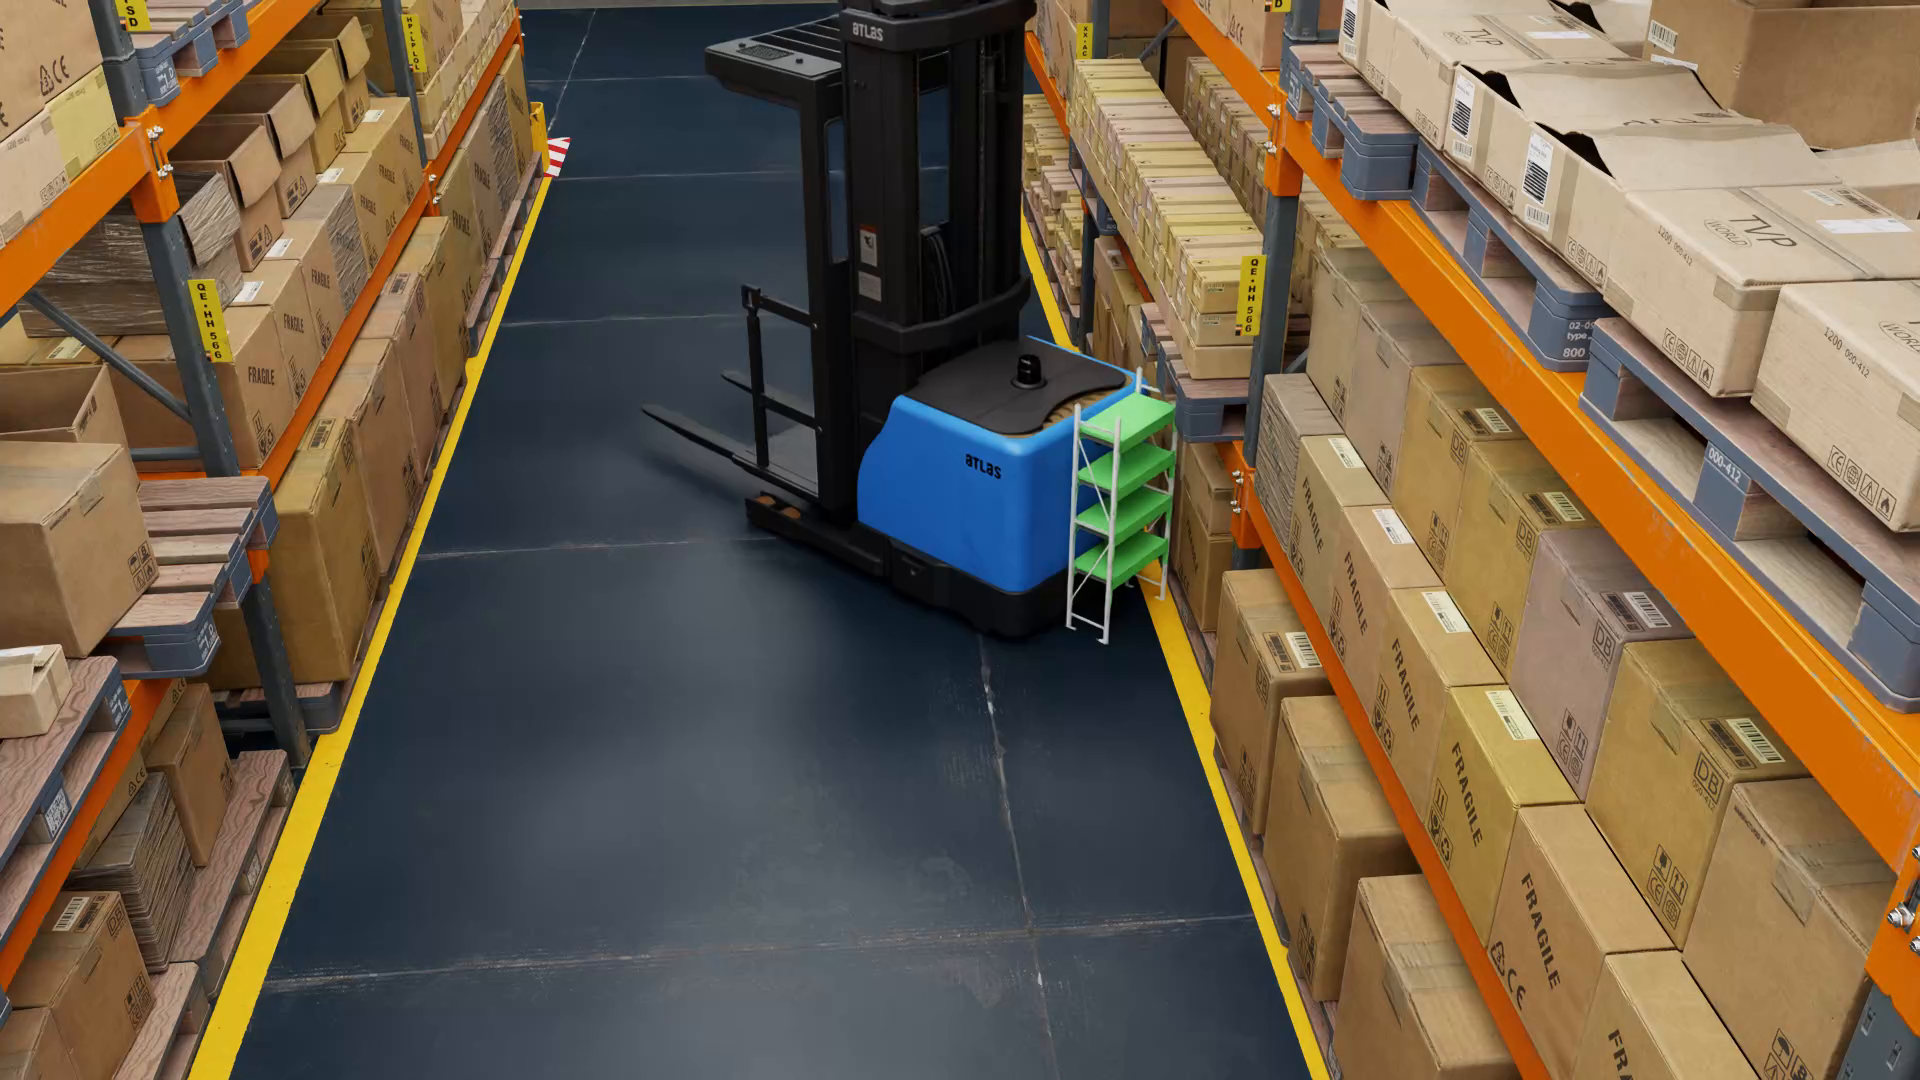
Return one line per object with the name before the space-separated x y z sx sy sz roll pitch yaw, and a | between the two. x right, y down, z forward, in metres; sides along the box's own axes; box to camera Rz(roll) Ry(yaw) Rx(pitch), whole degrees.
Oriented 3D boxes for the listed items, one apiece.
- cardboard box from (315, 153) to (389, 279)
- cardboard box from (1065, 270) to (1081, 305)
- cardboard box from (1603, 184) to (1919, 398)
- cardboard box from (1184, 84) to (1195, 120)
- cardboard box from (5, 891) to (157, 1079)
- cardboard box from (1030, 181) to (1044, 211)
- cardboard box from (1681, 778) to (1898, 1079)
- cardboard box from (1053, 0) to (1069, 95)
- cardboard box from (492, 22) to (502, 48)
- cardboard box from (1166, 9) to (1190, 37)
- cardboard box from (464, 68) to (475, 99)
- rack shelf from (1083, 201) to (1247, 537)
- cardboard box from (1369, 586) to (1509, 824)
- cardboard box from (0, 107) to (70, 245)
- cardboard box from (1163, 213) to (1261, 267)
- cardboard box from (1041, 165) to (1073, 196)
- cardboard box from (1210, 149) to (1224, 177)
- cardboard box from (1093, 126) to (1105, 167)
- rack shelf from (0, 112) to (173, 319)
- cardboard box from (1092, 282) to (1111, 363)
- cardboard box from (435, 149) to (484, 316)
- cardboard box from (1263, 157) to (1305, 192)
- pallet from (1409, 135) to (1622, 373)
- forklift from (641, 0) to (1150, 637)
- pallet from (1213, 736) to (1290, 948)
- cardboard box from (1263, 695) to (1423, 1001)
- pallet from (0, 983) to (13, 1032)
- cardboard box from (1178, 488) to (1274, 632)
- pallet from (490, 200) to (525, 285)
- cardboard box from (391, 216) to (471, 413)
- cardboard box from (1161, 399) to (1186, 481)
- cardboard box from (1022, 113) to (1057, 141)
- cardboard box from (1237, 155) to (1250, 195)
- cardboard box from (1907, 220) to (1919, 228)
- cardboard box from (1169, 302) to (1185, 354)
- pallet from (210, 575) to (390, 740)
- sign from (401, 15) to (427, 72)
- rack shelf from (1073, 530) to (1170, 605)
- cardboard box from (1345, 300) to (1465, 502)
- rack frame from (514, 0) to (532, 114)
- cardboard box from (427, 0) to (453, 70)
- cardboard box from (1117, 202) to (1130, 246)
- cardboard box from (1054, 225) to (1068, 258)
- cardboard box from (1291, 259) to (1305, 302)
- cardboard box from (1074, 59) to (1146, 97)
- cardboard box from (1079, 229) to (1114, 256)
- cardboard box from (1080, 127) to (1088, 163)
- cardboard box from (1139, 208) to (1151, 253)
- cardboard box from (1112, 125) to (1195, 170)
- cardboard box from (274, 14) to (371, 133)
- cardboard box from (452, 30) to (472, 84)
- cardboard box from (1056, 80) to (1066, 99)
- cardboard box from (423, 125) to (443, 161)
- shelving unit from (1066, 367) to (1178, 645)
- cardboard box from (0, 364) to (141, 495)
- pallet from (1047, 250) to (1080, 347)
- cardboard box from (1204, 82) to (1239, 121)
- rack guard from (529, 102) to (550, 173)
cardboard box | -3.262 -1.650 8.491 0.500 0.500 0.500 -3 31 -5
cardboard box | 0.899 -1.679 11.006 0.380 0.149 0.250 -2 31 -4
cardboard box | 1.688 -0.521 3.411 0.500 0.250 0.500 -3 31 -5
cardboard box | 1.509 -2.545 9.631 0.380 0.149 0.250 -2 31 -3
cardboard box | -3.092 1.487 5.345 0.700 0.500 0.500 0 31 0
cardboard box | 0.737 -2.605 12.557 0.380 0.149 0.250 -4 31 -7
cardboard box | 1.970 0.820 3.379 0.700 0.500 0.500 -3 31 -5
cardboard box | 0.901 -3.208 10.808 0.500 0.500 0.500 -4 31 -6
cardboard box | -3.615 -3.732 12.318 0.380 0.149 0.250 -2 31 -4
cardboard box | 1.475 -3.381 10.122 0.500 0.500 0.500 -2 31 -3
cardboard box | -3.491 -3.073 11.215 0.380 0.149 0.250 -2 31 -4
rack shelf | 1.462 -1.209 8.550 1.077 0.370 4.000 -3 31 -5
cardboard box | 1.563 0.474 4.934 0.500 0.500 0.500 -3 31 -5
cardboard box | -2.951 -1.050 4.804 0.500 0.250 0.500 -3 31 -5
cardboard box | 1.100 -1.315 7.281 0.380 0.149 0.250 -2 31 -3
cardboard box | 0.787 -2.582 11.938 0.380 0.149 0.250 -4 31 -6
cardboard box | 1.578 -2.030 9.059 0.380 0.149 0.250 -4 31 -7
cardboard box | 0.929 -2.119 8.918 0.380 0.149 0.250 -4 31 -7
rack shelf | -3.112 -0.268 4.050 1.077 0.370 4.000 -3 31 -5
cardboard box | 1.080 -1.256 9.956 0.500 0.500 0.500 -2 31 -3
cardboard box | -3.655 -1.962 10.771 0.875 0.875 0.875 -3 31 -5
cardboard box | 1.674 -1.741 7.994 0.380 0.149 0.250 -2 31 -3
pallet | 1.869 -0.806 4.434 1.003 0.211 1.213 -1 31 -2
forklift | -0.501 -1.438 8.300 3.031 2.935 1.130 25 39 35
pallet | 1.647 1.107 6.691 1.003 0.211 1.213 -3 31 -5
cardboard box | 1.701 1.050 5.851 1.050 0.750 0.750 -2 31 -4
pallet | -2.852 1.417 3.640 1.003 0.211 1.213 -3 31 -5
cardboard box | 1.327 0.073 7.731 0.500 0.500 0.500 -3 31 -5
pallet | -3.783 -2.172 12.180 1.003 0.211 1.213 -3 31 -5
cardboard box | -3.593 -1.295 9.655 1.225 0.875 0.875 -3 31 -4
cardboard box | 1.266 -0.520 7.991 0.500 0.250 0.500 -2 31 -4
cardboard box | 0.653 -3.239 13.038 0.380 0.149 0.250 -3 31 -5
cardboard box | 1.635 -1.872 8.505 0.380 0.149 0.250 -3 31 -4
cardboard box | 2.150 -0.585 3.618 0.380 0.149 0.250 -3 31 -5
cardboard box | 1.123 -0.926 7.210 0.380 0.149 0.250 -3 31 -5
pallet | -3.298 0.481 7.740 1.003 0.211 1.213 -3 31 -5
sign | -3.134 -2.847 9.539 0.100 0.325 0.005 -3 31 -5
rack shelf | 0.765 0.107 7.992 0.258 0.148 0.480 23 38 33
cardboard box | 1.729 -0.481 5.557 0.700 0.500 0.500 -3 31 -5
rack frame | -4.047 -4.395 13.183 1.000 3.000 0.127 -3 31 -5
cardboard box | -3.501 -3.246 10.385 0.500 0.500 0.500 -3 31 -5
cardboard box | 1.001 -1.593 8.327 0.380 0.149 0.250 -4 31 -7
cardboard box | 0.849 -2.042 11.324 0.380 0.149 0.250 -4 31 -6
cardboard box | 1.730 -1.219 7.702 0.380 0.149 0.250 -1 31 -2
cardboard box | 0.854 -2.643 9.506 0.380 0.149 0.250 -1 31 -2
cardboard box | 0.982 -1.920 10.829 0.380 0.149 0.250 -2 31 -3
cardboard box | 0.885 -2.247 9.422 0.380 0.149 0.250 -2 31 -4
cardboard box | 1.051 -1.452 7.802 0.380 0.149 0.250 -3 31 -5
cardboard box | 0.975 -1.983 8.401 0.380 0.149 0.250 -2 31 -3
cardboard box | -3.605 -2.501 8.935 0.797 0.503 0.637 -4 31 -6
cardboard box | -3.552 -3.187 11.016 0.500 0.250 0.500 -2 31 -3
cardboard box | 0.862 -3.101 11.262 0.380 0.149 0.250 -4 31 -7
cardboard box | -3.369 -2.412 10.108 0.380 0.149 0.250 -3 31 -4
shelving unit | 0.766 -0.153 7.835 0.258 1.200 0.503 23 38 33
cardboard box | -3.209 -0.260 5.753 0.500 0.500 0.500 -6 31 -11
pallet | 1.177 -1.683 11.361 1.003 0.211 1.213 -3 31 -5
cardboard box | 1.555 -2.402 9.101 0.380 0.149 0.250 -4 31 -6
rack guard | -4.049 -3.334 13.844 1.175 0.500 0.348 -3 31 -5
